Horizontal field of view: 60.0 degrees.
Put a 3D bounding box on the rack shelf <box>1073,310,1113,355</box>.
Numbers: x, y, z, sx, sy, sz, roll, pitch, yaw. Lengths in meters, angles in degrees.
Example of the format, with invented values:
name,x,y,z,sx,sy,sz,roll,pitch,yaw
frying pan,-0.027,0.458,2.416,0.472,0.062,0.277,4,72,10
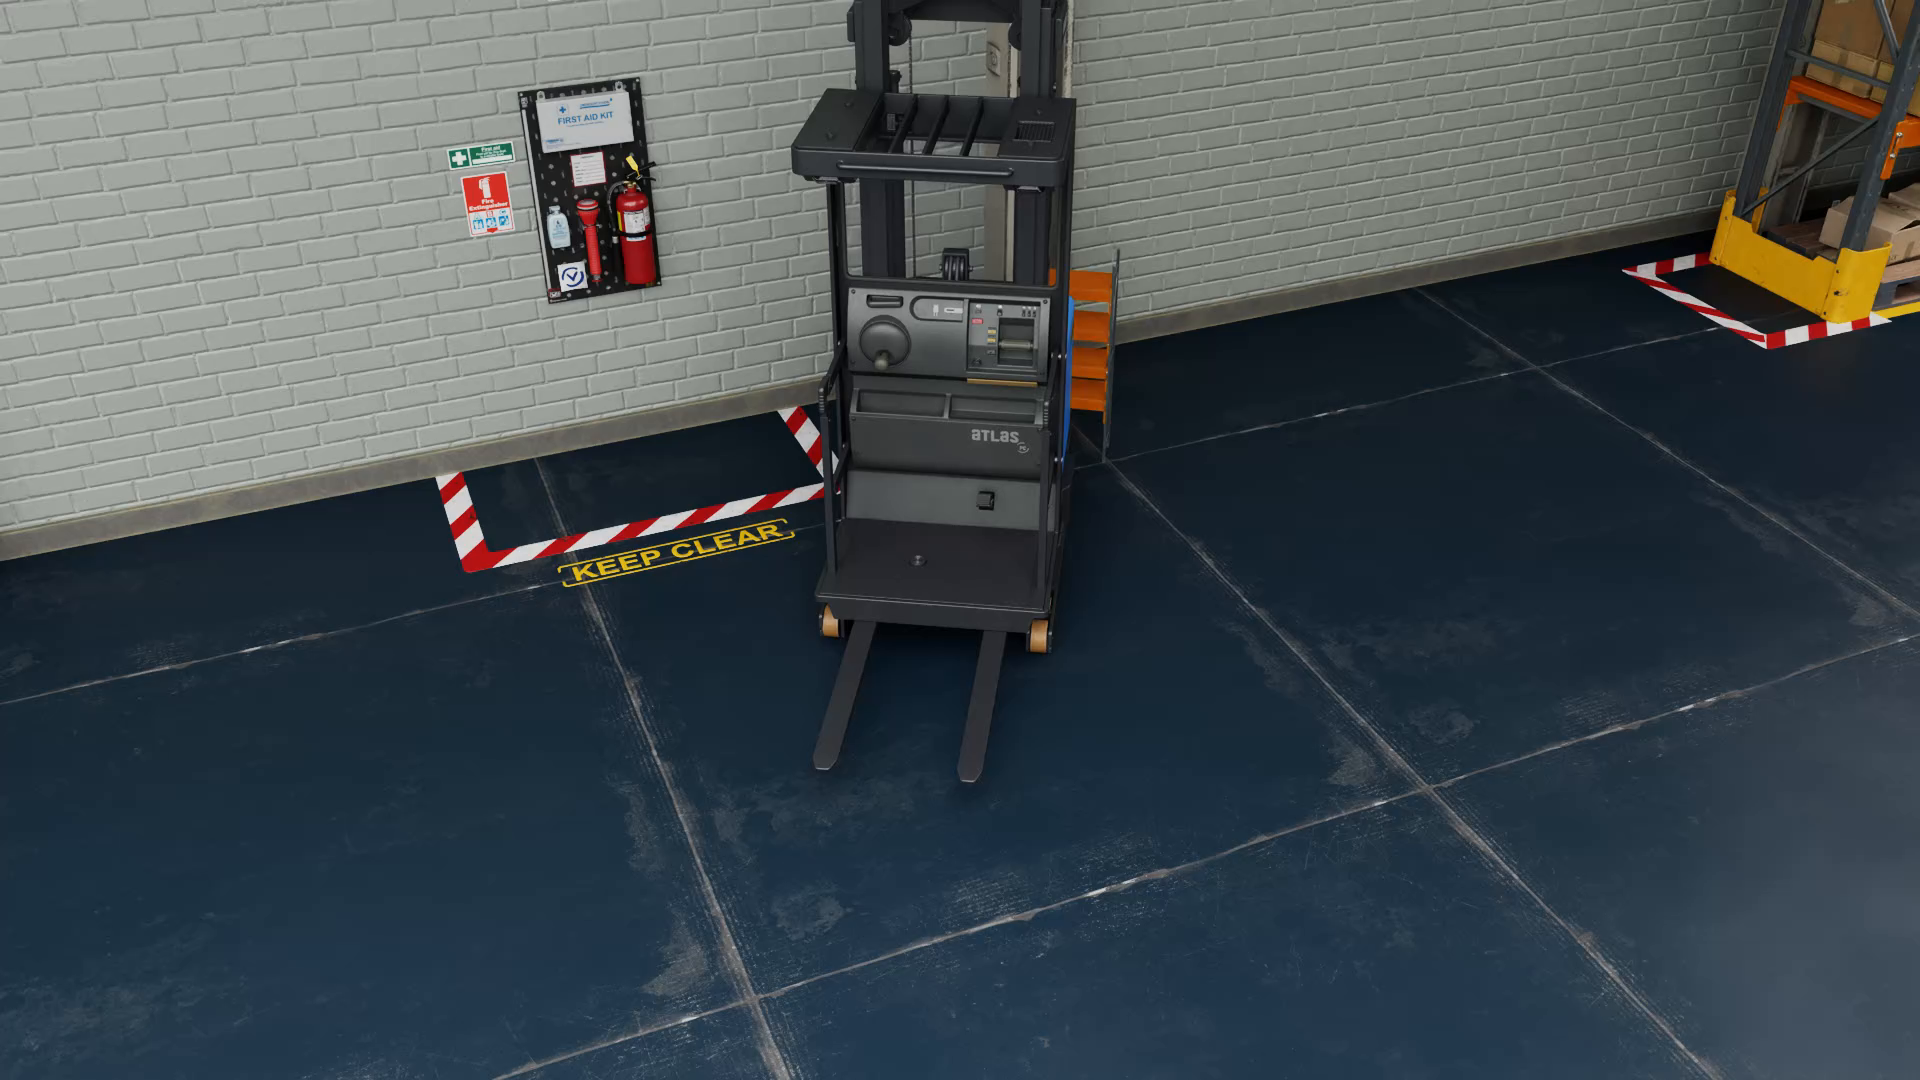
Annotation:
name,x,y,z,sx,sy,sz,roll,pitch,yaw
rack shelf,0.594,-1.157,9.141,0.480,0.148,0.258,6,34,9

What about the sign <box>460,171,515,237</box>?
name,x,y,z,sx,sy,sz,roll,pitch,yaw
sign,-2.455,-1.748,8.653,0.234,0.329,0.001,-13,35,-19

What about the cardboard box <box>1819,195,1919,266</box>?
name,x,y,z,sx,sy,sz,roll,pitch,yaw
cardboard box,6.282,-2.142,11.354,0.500,0.311,0.500,-17,37,-24

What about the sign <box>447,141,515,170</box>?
name,x,y,z,sx,sy,sz,roll,pitch,yaw
sign,-2.448,-1.966,8.503,0.331,0.109,0.001,-13,35,-19

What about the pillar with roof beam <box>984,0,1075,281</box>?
name,x,y,z,sx,sy,sz,roll,pitch,yaw
pillar with roof beam,2.054,-2.650,4.572,0.400,9.000,9.100,-13,35,-19

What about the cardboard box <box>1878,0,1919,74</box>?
name,x,y,z,sx,sy,sz,roll,pitch,yaw
cardboard box,6.166,-3.194,10.340,0.500,0.500,0.500,-13,35,-19

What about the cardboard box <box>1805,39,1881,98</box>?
name,x,y,z,sx,sy,sz,roll,pitch,yaw
cardboard box,5.965,-3.126,10.923,0.500,0.250,0.500,-12,35,-18

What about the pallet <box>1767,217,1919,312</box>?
name,x,y,z,sx,sy,sz,roll,pitch,yaw
pallet,6.442,-1.985,11.608,1.213,0.211,1.003,-13,35,-19

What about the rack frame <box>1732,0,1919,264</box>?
name,x,y,z,sx,sy,sz,roll,pitch,yaw
rack frame,5.609,-2.984,10.586,0.127,3.000,1.000,-13,35,-19

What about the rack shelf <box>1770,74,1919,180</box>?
name,x,y,z,sx,sy,sz,roll,pitch,yaw
rack shelf,7.453,-3.105,11.431,4.000,0.370,1.077,-13,35,-19

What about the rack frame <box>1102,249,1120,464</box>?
name,x,y,z,sx,sy,sz,roll,pitch,yaw
rack frame,0.833,-1.001,9.188,0.015,1.200,0.240,6,34,9

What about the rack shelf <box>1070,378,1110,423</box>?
name,x,y,z,sx,sy,sz,roll,pitch,yaw
rack shelf,0.594,-0.803,9.371,0.480,0.148,0.258,6,34,9

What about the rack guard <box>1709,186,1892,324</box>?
name,x,y,z,sx,sy,sz,roll,pitch,yaw
rack guard,5.679,-1.953,11.292,0.348,0.500,1.175,-13,35,-19

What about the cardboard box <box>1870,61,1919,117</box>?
name,x,y,z,sx,sy,sz,roll,pitch,yaw
cardboard box,6.182,-2.873,10.534,0.500,0.250,0.500,-14,36,-20

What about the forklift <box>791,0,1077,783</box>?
name,x,y,z,sx,sy,sz,roll,pitch,yaw
forklift,-0.079,-0.892,7.433,1.130,2.935,3.031,4,33,6

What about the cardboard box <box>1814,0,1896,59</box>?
name,x,y,z,sx,sy,sz,roll,pitch,yaw
cardboard box,5.962,-3.450,10.734,0.500,0.500,0.500,-13,35,-19

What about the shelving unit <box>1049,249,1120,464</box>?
name,x,y,z,sx,sy,sz,roll,pitch,yaw
shelving unit,0.594,-1.026,9.226,0.503,1.200,0.258,6,34,9

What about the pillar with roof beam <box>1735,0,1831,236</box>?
name,x,y,z,sx,sy,sz,roll,pitch,yaw
pillar with roof beam,7.586,-3.917,6.519,0.400,9.000,9.100,-13,35,-19

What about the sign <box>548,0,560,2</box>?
name,x,y,z,sx,sy,sz,roll,pitch,yaw
sign,-1.952,-2.818,8.205,0.199,0.298,0.001,-13,35,-19

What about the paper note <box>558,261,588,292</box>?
name,x,y,z,sx,sy,sz,roll,pitch,yaw
paper note,-2.096,-1.426,8.999,0.142,0.148,0.016,-13,35,-19

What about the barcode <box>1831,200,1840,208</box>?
name,x,y,z,sx,sy,sz,roll,pitch,yaw
barcode,6.144,-2.351,11.667,0.075,0.075,0.001,-13,35,-19

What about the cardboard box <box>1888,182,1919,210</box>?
name,x,y,z,sx,sy,sz,roll,pitch,yaw
cardboard box,6.808,-2.263,11.539,0.500,0.311,0.500,-10,34,-15

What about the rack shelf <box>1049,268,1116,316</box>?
name,x,y,z,sx,sy,sz,roll,pitch,yaw
rack shelf,0.594,-1.355,9.012,0.480,0.148,0.258,6,34,9

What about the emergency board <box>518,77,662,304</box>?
name,x,y,z,sx,sy,sz,roll,pitch,yaw
emergency board,-1.906,-1.798,8.762,0.643,1.169,0.194,-13,35,-19

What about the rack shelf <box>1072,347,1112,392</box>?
name,x,y,z,sx,sy,sz,roll,pitch,yaw
rack shelf,0.594,-0.969,9.263,0.480,0.148,0.258,6,34,9
